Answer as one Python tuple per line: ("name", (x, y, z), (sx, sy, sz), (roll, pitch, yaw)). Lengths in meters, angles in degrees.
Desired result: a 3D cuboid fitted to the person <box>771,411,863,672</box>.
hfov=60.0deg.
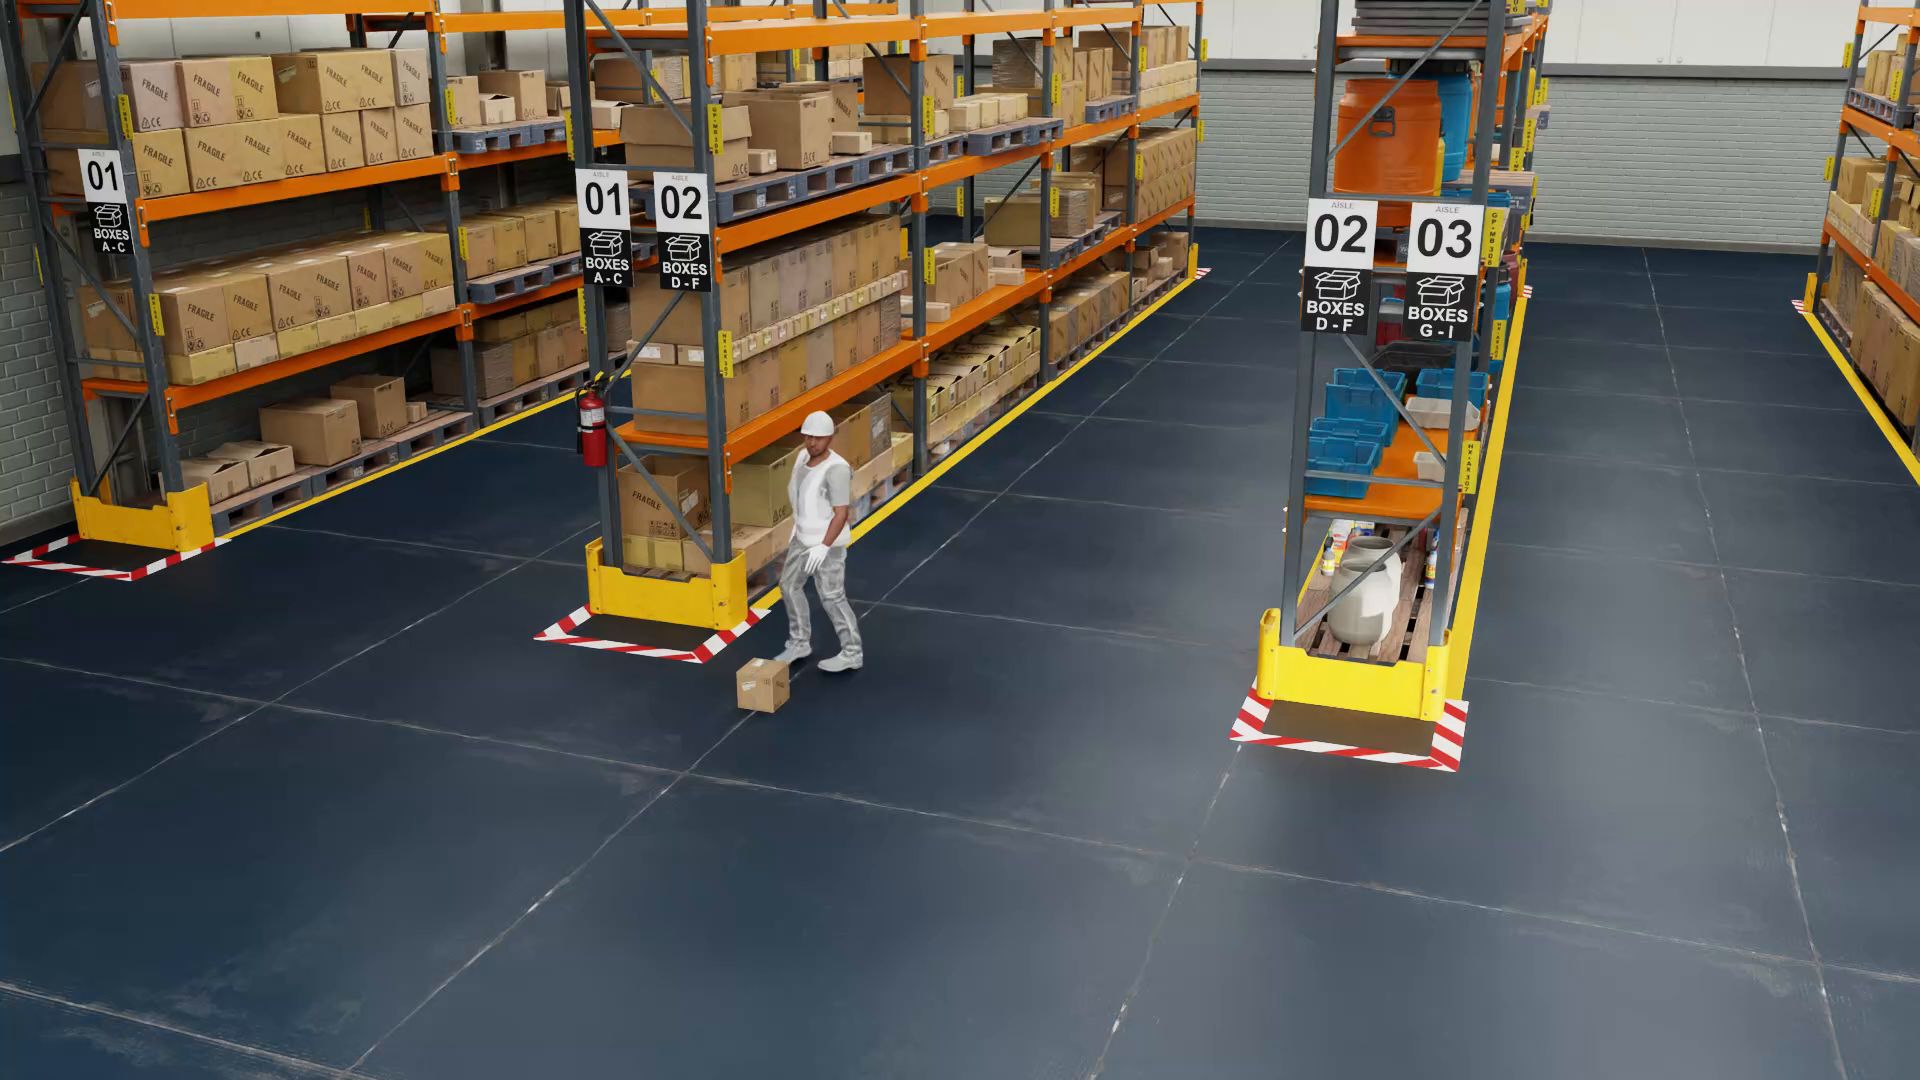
("person", (-0.964, 0.026, 10.975), (0.549, 1.820, 0.717), (-8, 20, -22))
